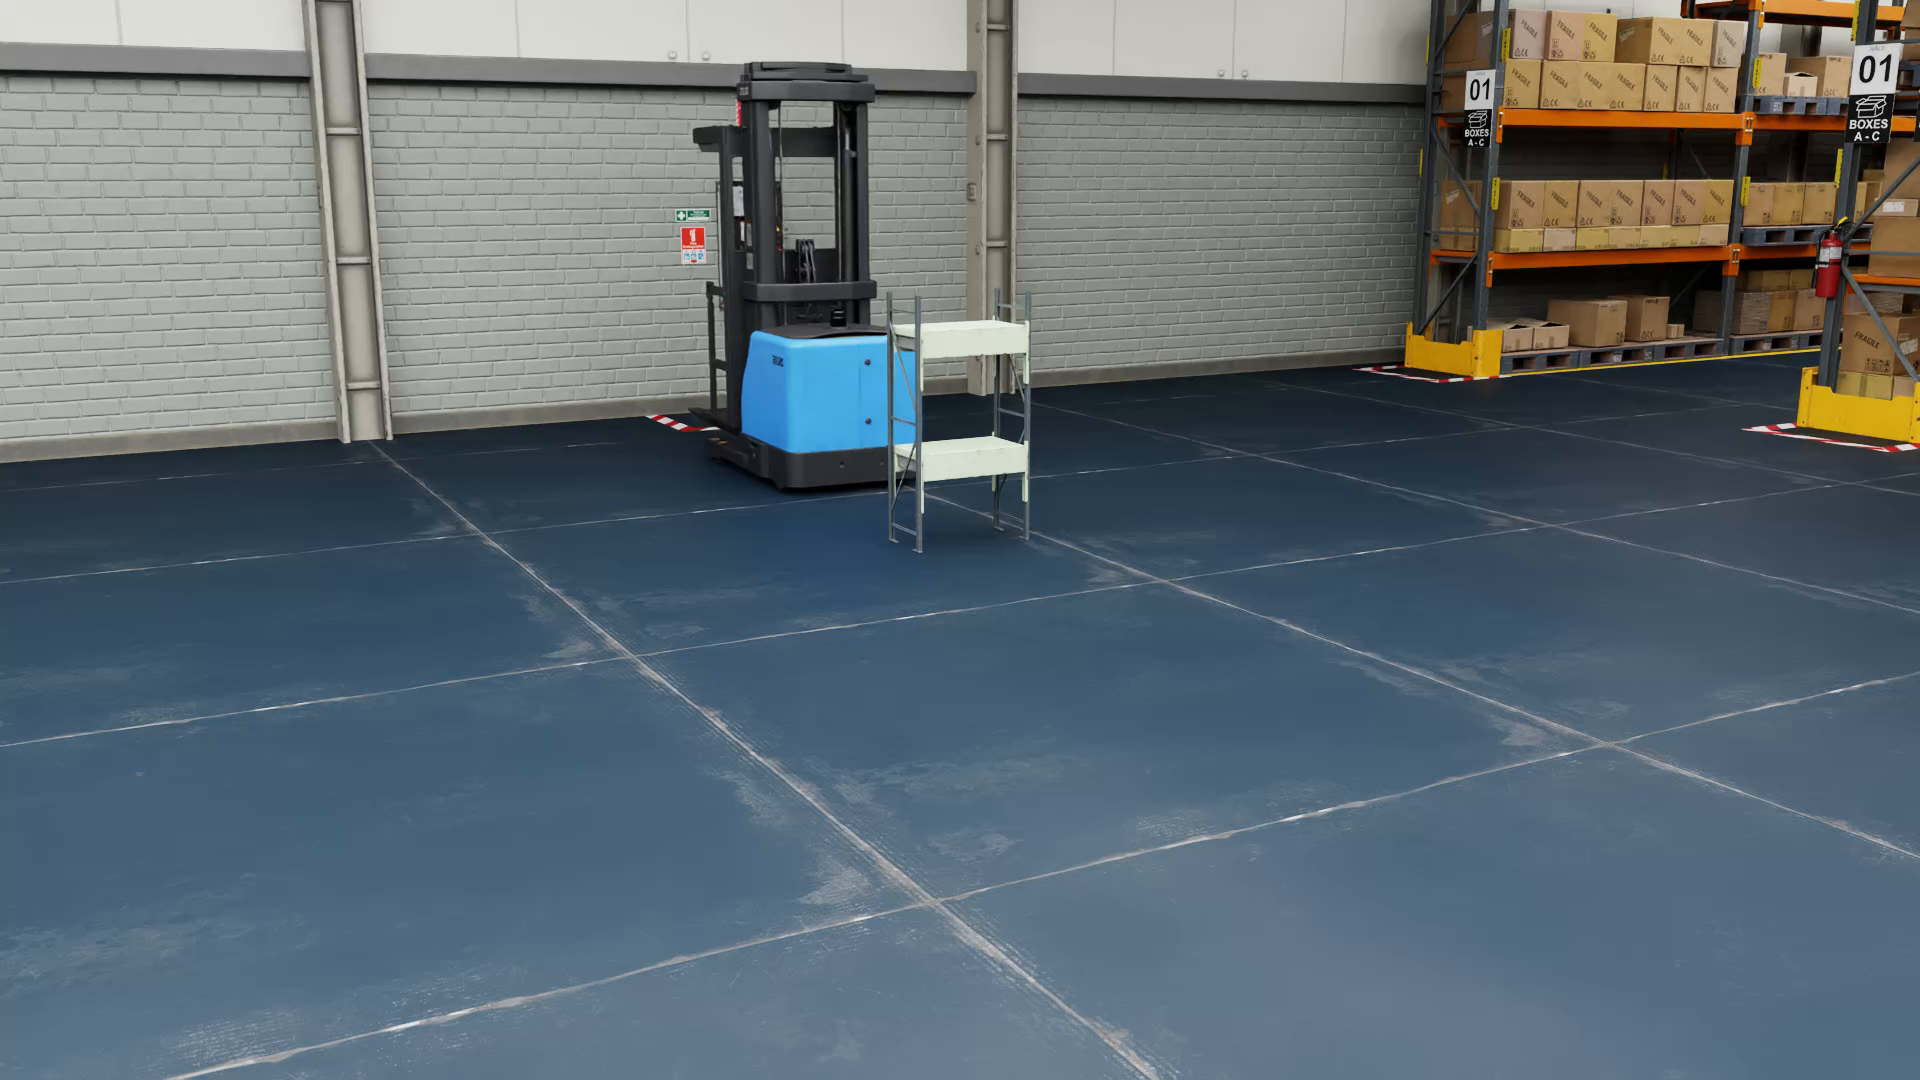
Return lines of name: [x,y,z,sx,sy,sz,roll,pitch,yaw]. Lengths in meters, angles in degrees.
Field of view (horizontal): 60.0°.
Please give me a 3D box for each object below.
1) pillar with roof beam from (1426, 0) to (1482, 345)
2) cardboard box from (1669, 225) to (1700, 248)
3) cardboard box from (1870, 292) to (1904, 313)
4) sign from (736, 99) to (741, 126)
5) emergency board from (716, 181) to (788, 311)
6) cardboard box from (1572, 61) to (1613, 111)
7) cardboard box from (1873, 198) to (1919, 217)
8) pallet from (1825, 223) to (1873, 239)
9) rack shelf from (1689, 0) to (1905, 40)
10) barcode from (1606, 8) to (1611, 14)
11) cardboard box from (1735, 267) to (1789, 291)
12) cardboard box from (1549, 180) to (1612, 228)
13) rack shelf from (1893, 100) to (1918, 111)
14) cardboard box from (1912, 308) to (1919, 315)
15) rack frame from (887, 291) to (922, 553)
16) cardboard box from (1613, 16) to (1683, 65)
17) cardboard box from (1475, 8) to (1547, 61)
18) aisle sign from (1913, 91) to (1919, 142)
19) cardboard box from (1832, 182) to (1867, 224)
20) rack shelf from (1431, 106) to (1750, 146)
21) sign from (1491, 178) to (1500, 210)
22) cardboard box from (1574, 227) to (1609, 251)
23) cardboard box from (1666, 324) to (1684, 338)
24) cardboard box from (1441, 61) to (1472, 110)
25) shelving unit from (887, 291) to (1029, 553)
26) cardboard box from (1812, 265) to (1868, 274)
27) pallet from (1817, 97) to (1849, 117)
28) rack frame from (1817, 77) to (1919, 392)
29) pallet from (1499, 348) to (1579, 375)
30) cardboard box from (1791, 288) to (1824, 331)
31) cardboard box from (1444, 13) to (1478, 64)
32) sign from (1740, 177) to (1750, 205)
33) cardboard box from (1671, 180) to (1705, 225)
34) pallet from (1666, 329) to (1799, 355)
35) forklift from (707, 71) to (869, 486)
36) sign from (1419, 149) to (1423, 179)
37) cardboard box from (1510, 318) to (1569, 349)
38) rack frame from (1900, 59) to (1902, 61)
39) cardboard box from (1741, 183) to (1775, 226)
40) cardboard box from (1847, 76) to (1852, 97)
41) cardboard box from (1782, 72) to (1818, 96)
pillar with roof beam: [7.639,-5.668,14.799,0.400,9.000,9.100,-7,14,-28]
cardboard box: [8.176,-3.529,19.254,0.500,0.250,0.500,-7,14,-28]
cardboard box: [11.791,-3.081,21.661,0.500,0.500,0.700,-7,14,-27]
sign: [-1.932,-3.836,15.044,0.199,0.298,0.001,-7,14,-28]
emergency board: [-1.877,-2.687,15.217,0.643,1.169,0.194,-7,14,-28]
cardboard box: [6.732,-4.944,18.143,0.500,0.500,0.500,-6,14,-25]
cardboard box: [7.997,-2.818,14.096,0.250,0.149,0.380,-7,15,-29]
pallet: [11.824,-3.983,21.413,1.003,0.211,1.213,-7,14,-28]
rack shelf: [10.643,-6.342,20.345,4.000,0.370,1.077,-7,14,-28]
barcode: [7.461,-6.078,19.127,0.075,0.075,0.001,-7,14,-28]
cardboard box: [9.910,-3.240,20.657,0.500,0.250,0.500,-7,15,-29]
cardboard box: [6.835,-3.728,18.433,0.500,0.500,0.500,-7,15,-30]
rack shelf: [9.509,-3.769,14.505,3.687,0.071,0.831,-7,14,-28]
cardboard box: [8.952,-1.827,14.995,0.500,0.500,0.500,-7,14,-28]
rack frame: [-0.327,-0.692,9.770,0.023,1.500,0.400,-7,14,-28]
cardboard box: [7.648,-5.539,18.509,0.500,0.500,0.500,-7,15,-30]
cardboard box: [5.831,-5.334,17.596,0.500,0.500,0.500,-8,15,-32]
aisle sign: [7.842,-3.579,13.258,0.004,0.787,0.394,-7,14,-28]
cardboard box: [10.908,-4.249,20.927,0.500,0.500,0.700,-7,14,-28]
rack shelf: [7.132,-4.653,18.761,4.000,0.370,1.077,-7,14,-28]
sign: [5.637,-3.648,17.517,0.005,0.325,0.100,-7,14,-28]
cardboard box: [6.856,-3.367,18.535,0.500,0.250,0.500,-7,15,-29]
cardboard box: [8.432,-2.522,19.933,0.250,0.166,0.380,-9,16,-35]
cardboard box: [5.621,-4.945,18.146,0.500,0.500,0.500,-6,14,-24]
shelving unit: [-0.009,-0.731,9.940,0.748,1.500,0.431,-7,14,-28]
cardboard box: [11.261,-3.399,21.366,0.500,0.250,0.500,-7,14,-27]
pallet: [10.389,-5.277,20.322,1.003,0.211,1.213,-7,14,-28]
rack frame: [7.753,-2.376,13.836,0.127,3.000,1.000,-7,14,-28]
pallet: [6.173,-2.057,18.768,1.213,0.211,1.003,-7,14,-28]
cardboard box: [10.422,-2.937,21.019,0.500,0.500,0.700,-7,14,-27]
cardboard box: [5.630,-5.436,18.050,0.500,0.500,0.500,-6,14,-25]
sign: [9.154,-4.070,19.390,0.005,0.325,0.100,-7,14,-28]
cardboard box: [8.185,-3.891,19.154,0.500,0.500,0.500,-7,14,-28]
pallet: [9.570,-2.473,20.618,1.213,0.211,1.003,-7,14,-28]
forklift: [8.483,-0.326,5.028,12.119,2.867,23.305,-6,14,-25]
sign: [5.128,-4.159,18.399,0.005,0.325,0.100,-7,14,-28]
cardboard box: [6.527,-2.349,18.836,0.500,0.311,0.500,-6,14,-23]
rack frame: [12.400,-7.098,21.155,0.053,2.616,0.949,-7,14,-28]
cardboard box: [9.350,-4.062,20.096,0.500,0.500,0.700,-7,14,-28]
cardboard box: [11.216,-5.577,20.947,0.637,0.503,0.797,-5,14,-20]
cardboard box: [9.946,-5.483,20.056,0.500,0.311,0.500,-6,14,-26]
